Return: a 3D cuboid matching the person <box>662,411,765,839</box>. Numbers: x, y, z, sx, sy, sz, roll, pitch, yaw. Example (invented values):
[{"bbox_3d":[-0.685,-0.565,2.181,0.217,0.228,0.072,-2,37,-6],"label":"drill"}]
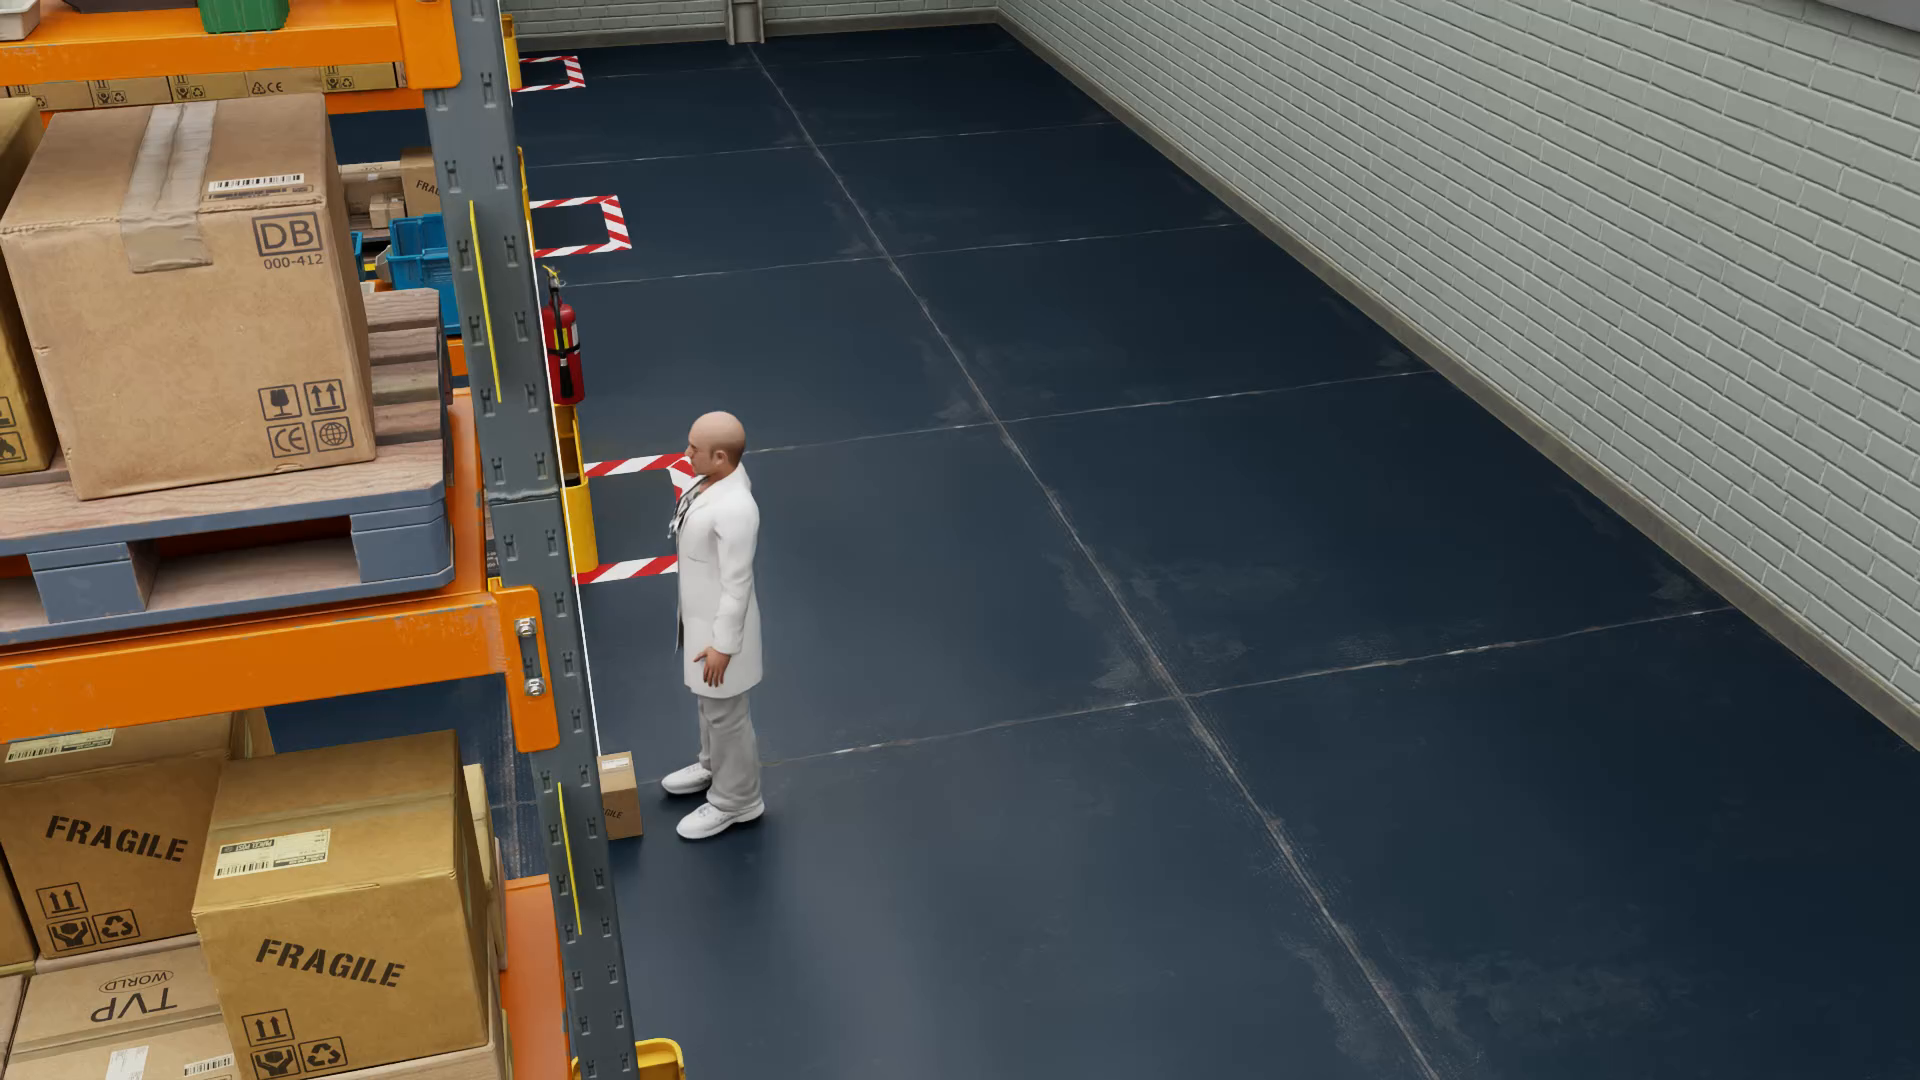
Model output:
[{"bbox_3d":[-1.005,0.321,6.557,0.463,1.791,0.619,-8,31,-13],"label":"person"}]
